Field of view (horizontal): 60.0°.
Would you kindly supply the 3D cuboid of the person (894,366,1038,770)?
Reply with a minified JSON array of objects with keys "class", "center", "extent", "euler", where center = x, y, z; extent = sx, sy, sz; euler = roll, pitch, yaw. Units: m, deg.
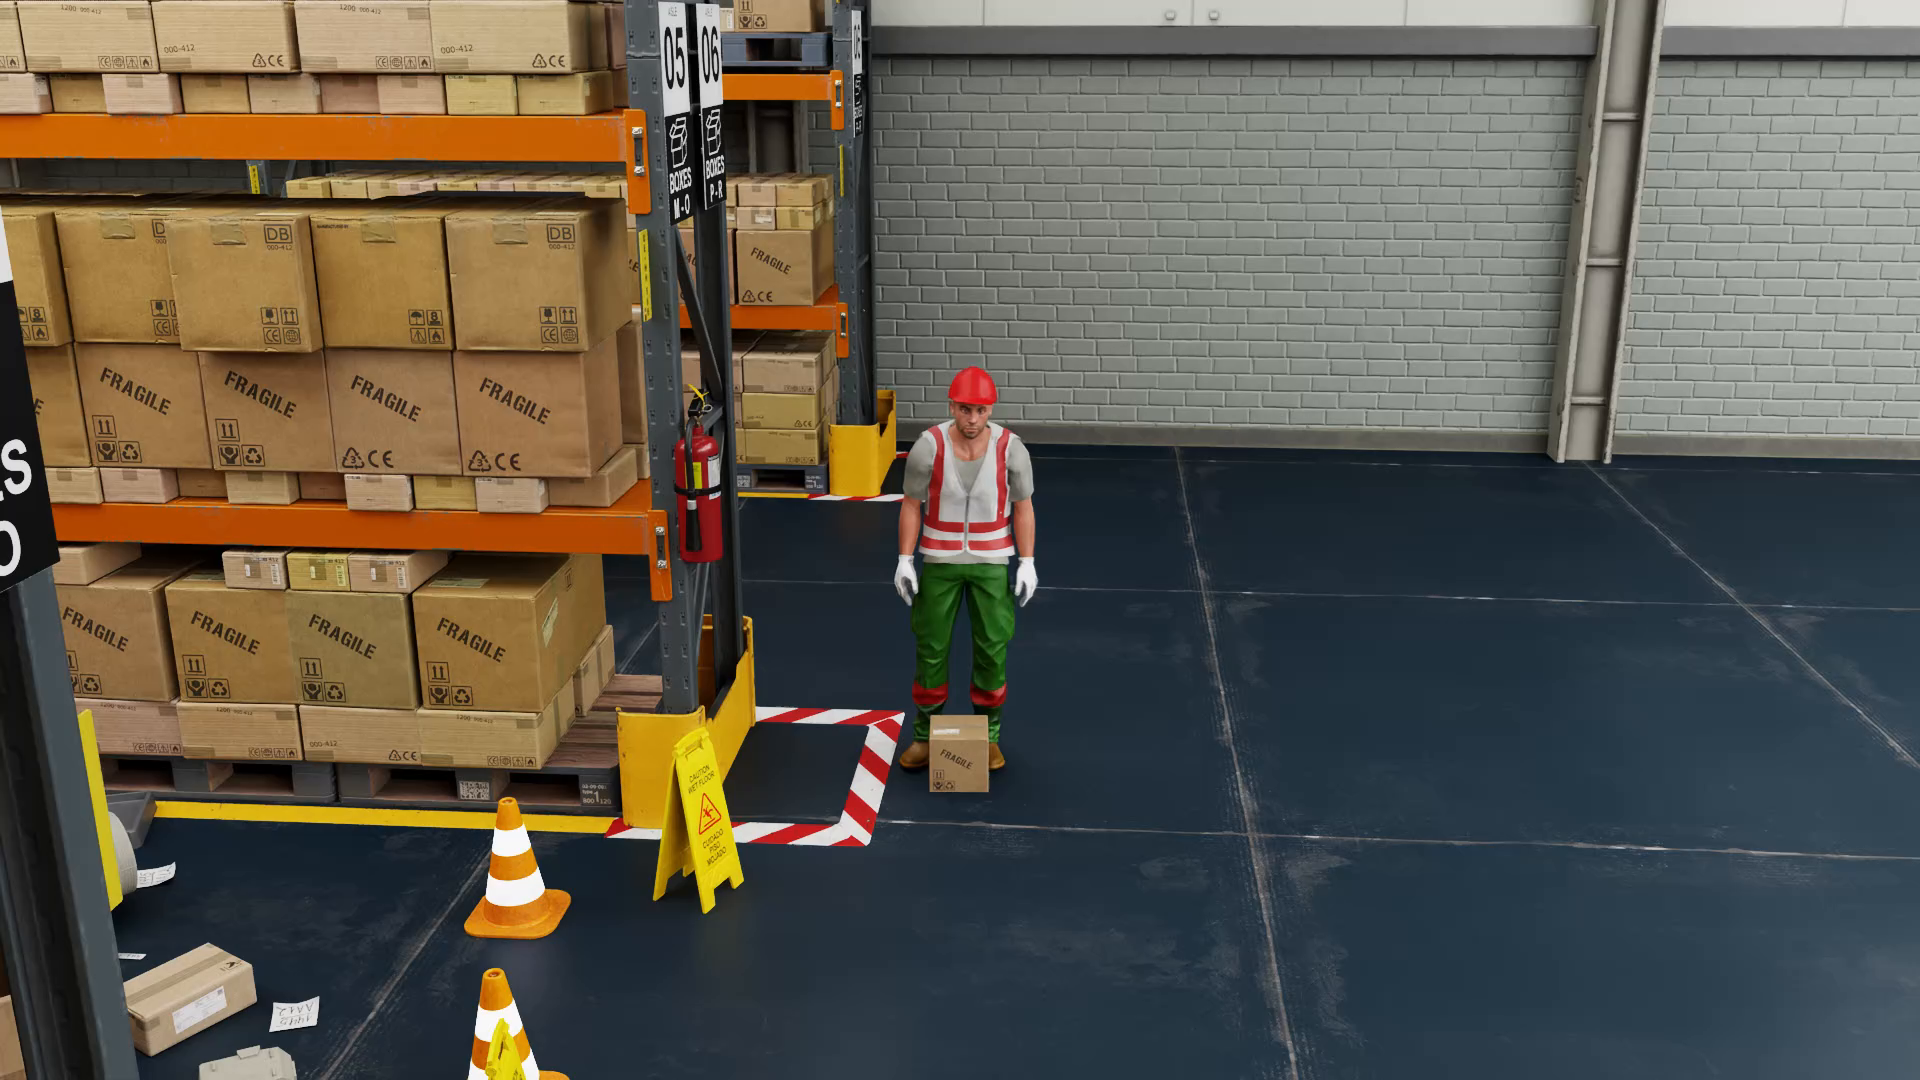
[{"class":"person","center":[0.027,0.122,7.132],"extent":[0.617,1.778,0.453],"euler":[0,17,1]}]
